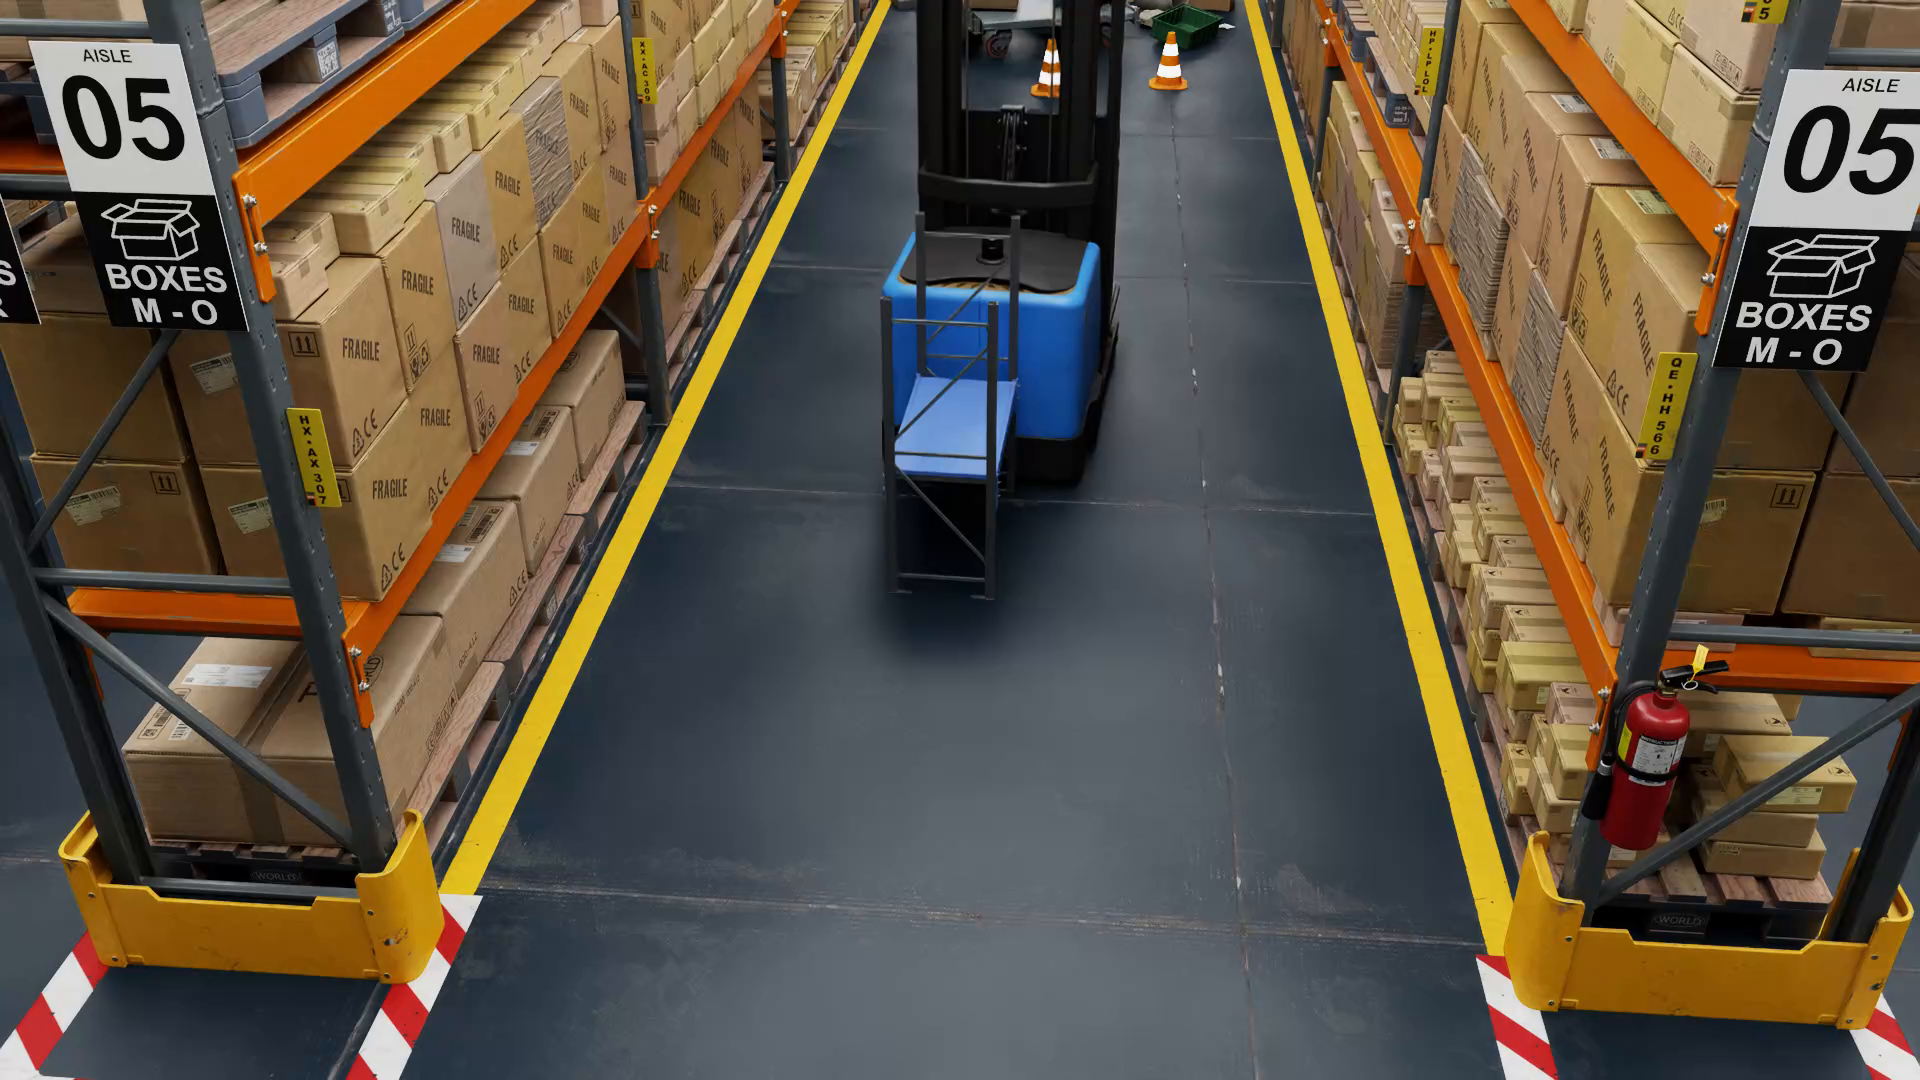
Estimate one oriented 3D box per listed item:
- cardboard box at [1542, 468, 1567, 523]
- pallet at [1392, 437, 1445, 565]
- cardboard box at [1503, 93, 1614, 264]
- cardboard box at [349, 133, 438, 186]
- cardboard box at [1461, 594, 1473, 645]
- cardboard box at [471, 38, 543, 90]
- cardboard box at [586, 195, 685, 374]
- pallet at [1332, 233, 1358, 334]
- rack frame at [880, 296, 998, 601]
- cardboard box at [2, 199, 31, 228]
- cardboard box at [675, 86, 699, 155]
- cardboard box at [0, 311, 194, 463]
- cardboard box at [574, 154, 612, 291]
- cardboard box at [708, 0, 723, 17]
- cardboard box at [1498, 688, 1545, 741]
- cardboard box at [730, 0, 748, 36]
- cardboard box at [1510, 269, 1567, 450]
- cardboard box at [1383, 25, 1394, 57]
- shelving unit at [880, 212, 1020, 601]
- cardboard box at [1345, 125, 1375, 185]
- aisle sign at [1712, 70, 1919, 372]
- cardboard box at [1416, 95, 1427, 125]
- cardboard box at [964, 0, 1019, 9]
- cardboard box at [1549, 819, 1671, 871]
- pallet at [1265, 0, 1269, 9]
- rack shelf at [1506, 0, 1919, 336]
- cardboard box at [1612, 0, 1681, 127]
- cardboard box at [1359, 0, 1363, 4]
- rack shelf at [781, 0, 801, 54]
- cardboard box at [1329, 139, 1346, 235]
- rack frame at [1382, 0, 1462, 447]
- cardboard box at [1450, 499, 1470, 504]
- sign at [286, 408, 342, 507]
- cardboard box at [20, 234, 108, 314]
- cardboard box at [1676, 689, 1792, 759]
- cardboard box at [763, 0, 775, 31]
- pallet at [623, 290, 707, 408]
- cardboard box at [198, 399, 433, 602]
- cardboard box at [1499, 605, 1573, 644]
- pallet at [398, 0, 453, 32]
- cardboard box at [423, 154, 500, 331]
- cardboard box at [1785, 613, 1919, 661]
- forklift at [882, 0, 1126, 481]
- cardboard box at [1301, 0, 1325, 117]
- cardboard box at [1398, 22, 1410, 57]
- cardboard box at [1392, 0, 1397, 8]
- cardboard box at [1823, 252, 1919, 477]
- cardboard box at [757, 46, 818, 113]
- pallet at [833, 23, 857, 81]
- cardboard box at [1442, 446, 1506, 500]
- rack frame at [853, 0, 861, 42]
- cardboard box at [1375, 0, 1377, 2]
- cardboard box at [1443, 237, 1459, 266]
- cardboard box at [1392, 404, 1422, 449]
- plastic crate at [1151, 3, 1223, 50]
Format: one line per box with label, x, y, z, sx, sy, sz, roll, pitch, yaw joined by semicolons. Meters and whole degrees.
cardboard box;2.301;-0.175;5.915;0.380;0.149;0.250;3;32;5
pallet;2.801;-0.257;8.465;1.003;0.211;1.213;2;32;4
cardboard box;2.399;-1.364;6.272;0.500;0.500;0.500;1;32;2
cardboard box;-2.084;-1.331;5.884;0.380;0.149;0.250;3;32;4
cardboard box;2.365;0.365;7.116;0.380;0.149;0.250;3;32;5
cardboard box;-1.976;-1.996;6.963;0.380;0.149;0.250;2;32;4
cardboard box;-2.150;-1.557;9.542;0.875;0.875;0.875;3;32;6
pallet;2.980;-1.656;10.736;1.003;0.211;1.213;2;32;4
rack frame;-0.087;-0.375;7.430;0.500;1.500;0.032;4;32;6
cardboard box;-6.678;-2.334;11.160;0.500;0.500;0.500;1;32;2
cardboard box;-1.781;-2.381;9.397;0.500;0.250;0.500;2;32;3
cardboard box;-2.645;-0.594;5.307;0.500;0.500;0.500;3;32;6
cardboard box;-1.940;-1.475;7.689;0.500;0.500;0.500;2;32;3
cardboard box;-1.706;-3.441;9.926;0.500;0.500;0.500;2;32;3
cardboard box;2.294;0.643;6.381;0.380;0.149;0.250;1;32;2
cardboard box;-1.641;-3.395;10.566;0.500;0.250;0.500;2;32;3
cardboard box;2.354;-0.655;6.075;0.500;0.500;0.500;3;32;4
cardboard box;2.803;-3.041;10.165;0.380;0.149;0.250;3;32;5
shelving unit;-0.025;-0.640;7.859;0.538;1.500;1.048;4;32;6
cardboard box;2.755;-2.448;10.631;0.500;0.250;0.500;3;32;4
aisle sign;2.190;-0.786;4.189;0.394;0.787;0.004;2;32;4
cardboard box;2.699;-2.351;9.044;0.380;0.149;0.250;2;32;4
cardboard box;0.307;-5.336;15.711;0.500;0.500;0.500;2;32;4
cardboard box;2.330;1.046;6.011;0.380;0.149;0.250;3;32;5
pallet;3.709;-5.827;17.504;1.003;0.211;1.213;2;32;4
rack shelf;2.658;-1.721;6.011;1.077;0.370;4.000;2;32;4
cardboard box;2.303;-1.434;5.002;0.500;0.250;0.500;3;32;4
cardboard box;2.909;-3.735;11.290;0.380;0.149;0.250;2;32;3
rack shelf;-1.632;-4.786;13.843;1.077;0.370;4.000;2;32;4
cardboard box;2.797;-2.381;11.236;0.500;0.500;0.500;3;32;5
rack frame;2.821;-1.797;8.306;1.000;3.000;0.127;2;32;4
cardboard box;2.487;-0.164;7.690;0.380;0.149;0.250;4;32;6
sign;-1.894;-0.239;4.878;0.100;0.325;0.005;2;32;4
cardboard box;-2.617;-0.804;5.029;0.380;0.149;0.250;3;32;5
cardboard box;2.779;0.668;6.057;0.380;0.149;0.250;3;32;5
cardboard box;-1.578;-3.707;11.550;0.500;0.250;0.500;1;32;2
pallet;-2.133;-1.175;9.955;1.003;0.211;1.213;2;32;4
cardboard box;-2.121;-0.145;5.531;0.500;0.500;0.500;2;32;4
cardboard box;2.342;0.387;6.514;0.380;0.149;0.250;1;32;2
pallet;-2.300;-2.131;6.074;1.003;0.211;1.213;2;32;4
cardboard box;-2.054;-1.111;6.145;0.500;0.500;0.500;2;32;4
cardboard box;2.848;0.247;5.230;0.380;0.149;0.250;2;32;4
forklift;0.358;-2.314;9.212;1.130;2.935;3.031;5;32;8
cardboard box;3.354;-3.881;13.433;1.050;0.750;0.750;3;32;5
cardboard box;2.760;-2.901;9.654;0.380;0.149;0.250;3;32;4
cardboard box;2.810;-3.293;10.006;0.380;0.149;0.250;3;32;5
cardboard box;2.796;-0.523;4.908;0.500;0.500;0.500;2;32;4
cardboard box;-1.687;-3.788;13.642;0.950;0.372;0.625;2;32;3
pallet;-1.532;-4.544;15.422;1.003;0.211;1.213;2;32;4
cardboard box;2.433;-0.301;7.629;0.380;0.149;0.250;3;32;5
rack frame;-1.470;-6.138;15.351;1.000;3.000;0.127;2;32;4
cardboard box;2.869;-3.561;10.725;0.380;0.149;0.250;2;32;2
cardboard box;2.525;-1.417;7.930;0.380;0.149;0.250;3;32;5
cardboard box;2.471;-0.585;8.657;0.380;0.149;0.250;1;32;2
plastic crate;2.181;-4.954;16.055;0.450;0.188;0.662;29;41;23
